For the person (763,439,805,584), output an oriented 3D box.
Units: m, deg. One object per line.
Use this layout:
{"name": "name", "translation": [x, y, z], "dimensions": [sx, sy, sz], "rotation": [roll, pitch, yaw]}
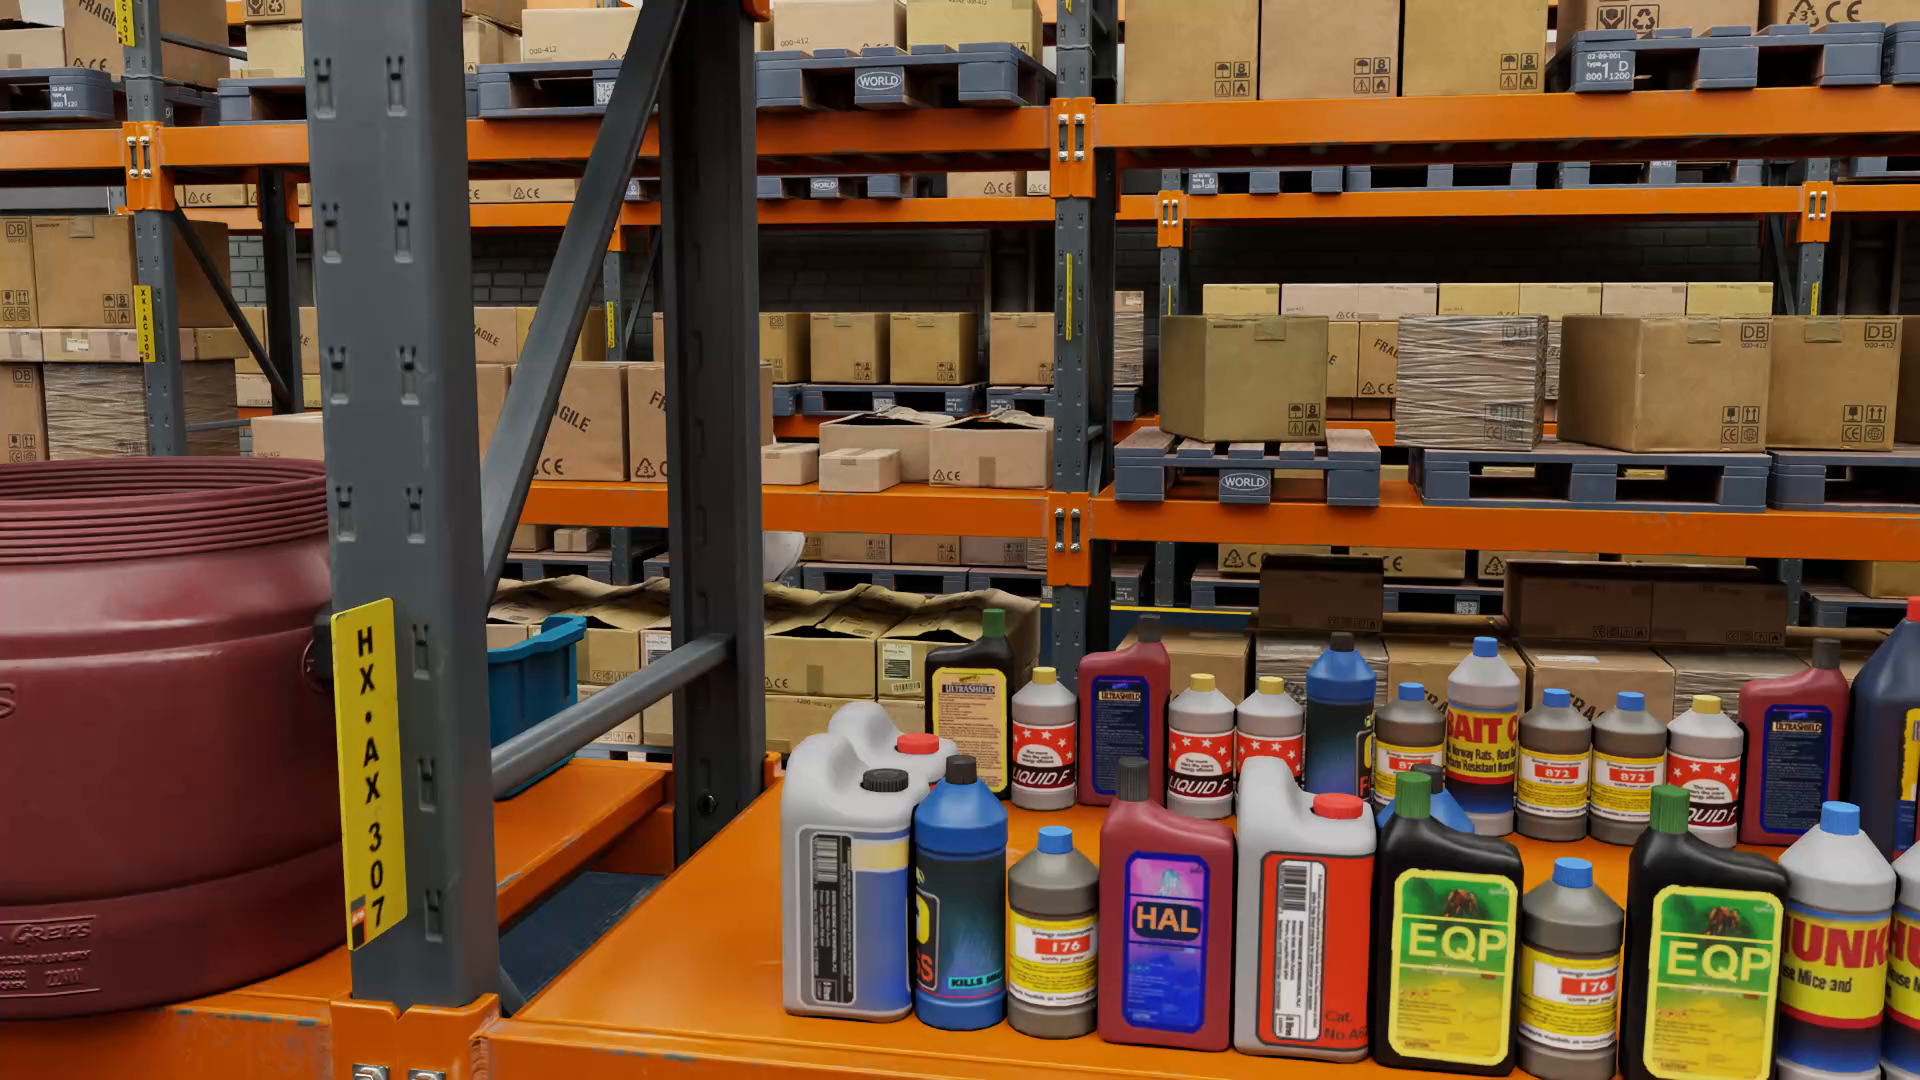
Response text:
{"name": "person", "translation": [-1.130, 0.013, 8.913], "dimensions": [0.564, 1.612, 0.620], "rotation": [2, 8, 12]}
